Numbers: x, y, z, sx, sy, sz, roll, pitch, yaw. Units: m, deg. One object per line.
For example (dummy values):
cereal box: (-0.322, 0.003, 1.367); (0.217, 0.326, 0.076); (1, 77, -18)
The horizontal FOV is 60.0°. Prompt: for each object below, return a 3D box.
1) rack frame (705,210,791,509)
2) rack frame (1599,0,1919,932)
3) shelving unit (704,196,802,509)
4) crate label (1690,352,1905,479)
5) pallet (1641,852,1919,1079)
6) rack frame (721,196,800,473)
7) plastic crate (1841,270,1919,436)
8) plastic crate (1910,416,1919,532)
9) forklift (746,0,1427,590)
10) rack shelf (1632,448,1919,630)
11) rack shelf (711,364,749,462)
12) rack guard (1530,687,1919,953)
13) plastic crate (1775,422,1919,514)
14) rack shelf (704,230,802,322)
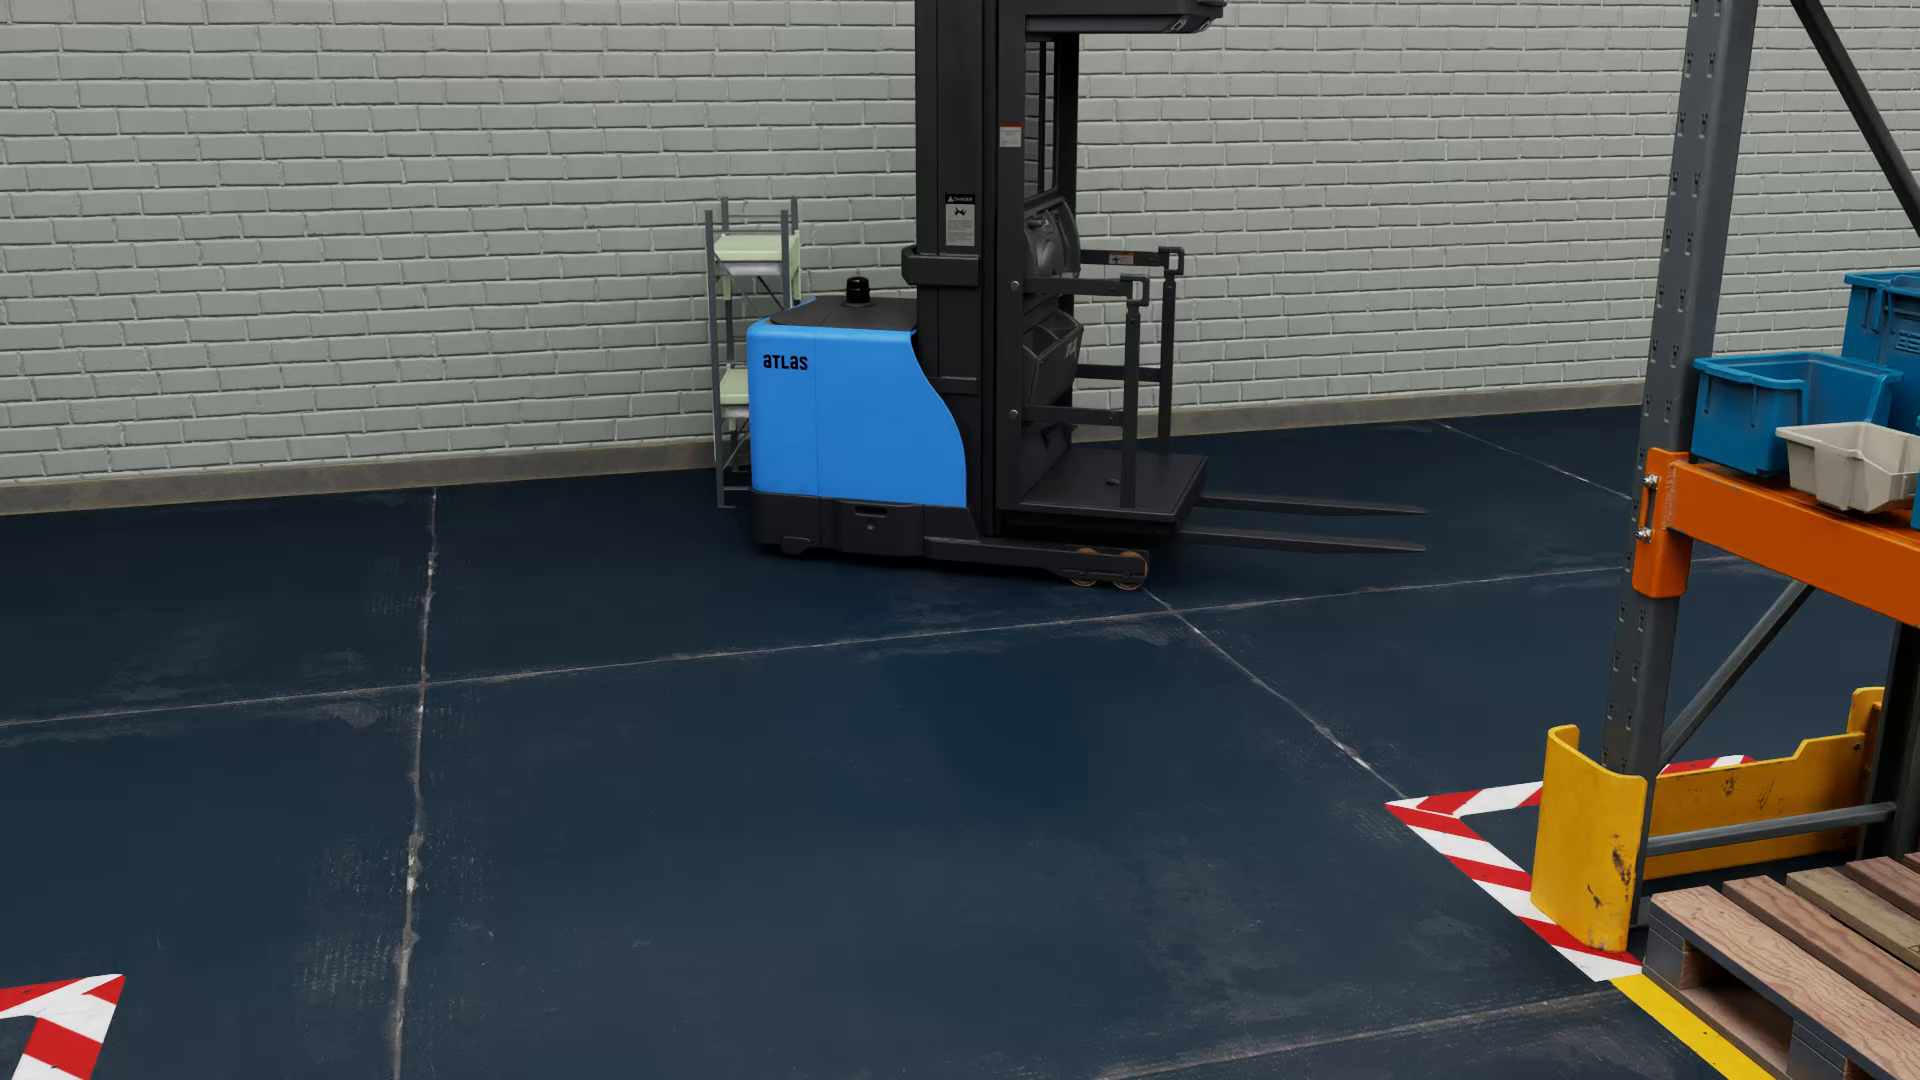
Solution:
rack frame: (-1.037, -0.883, 8.285); (0.400, 1.500, 0.023); (-1, 17, -2)
rack frame: (2.196, -0.439, 4.198); (1.000, 3.000, 0.127); (-5, 17, -15)
shelving unit: (-1.048, -0.988, 8.635); (0.431, 1.500, 0.755); (-1, 17, -2)
crate label: (1.948, -0.293, 3.900); (0.416, 0.233, 0.303); (-5, 17, -15)
pallet: (2.386, 1.128, 3.830); (1.003, 0.211, 1.213); (-5, 17, -15)
rack frame: (-1.059, -1.093, 8.985); (0.400, 1.500, 0.023); (-1, 17, -2)
plastic crate: (2.468, -0.406, 3.925); (0.616, 0.435, 0.499); (-5, 17, -15)
plastic crate: (2.129, -0.111, 3.294); (0.416, 0.233, 0.300); (-5, 17, -15)
forklift: (0.600, -1.355, 7.370); (3.031, 2.935, 1.130); (5, 17, 15)
rack shelf: (2.746, 0.459, 2.460); (1.077, 0.370, 4.000); (-5, 17, -15)
rack shelf: (-1.048, -0.676, 8.729); (0.431, 0.370, 0.720); (-1, 17, -2)
rack guard: (2.177, 0.753, 4.577); (1.175, 0.500, 0.348); (-5, 17, -15)
plastic crate: (1.956, -0.152, 3.597); (0.250, 0.136, 0.298); (-5, 17, -15)
rack shelf: (-1.048, -1.362, 8.523); (0.431, 0.370, 0.720); (-1, 17, -2)
